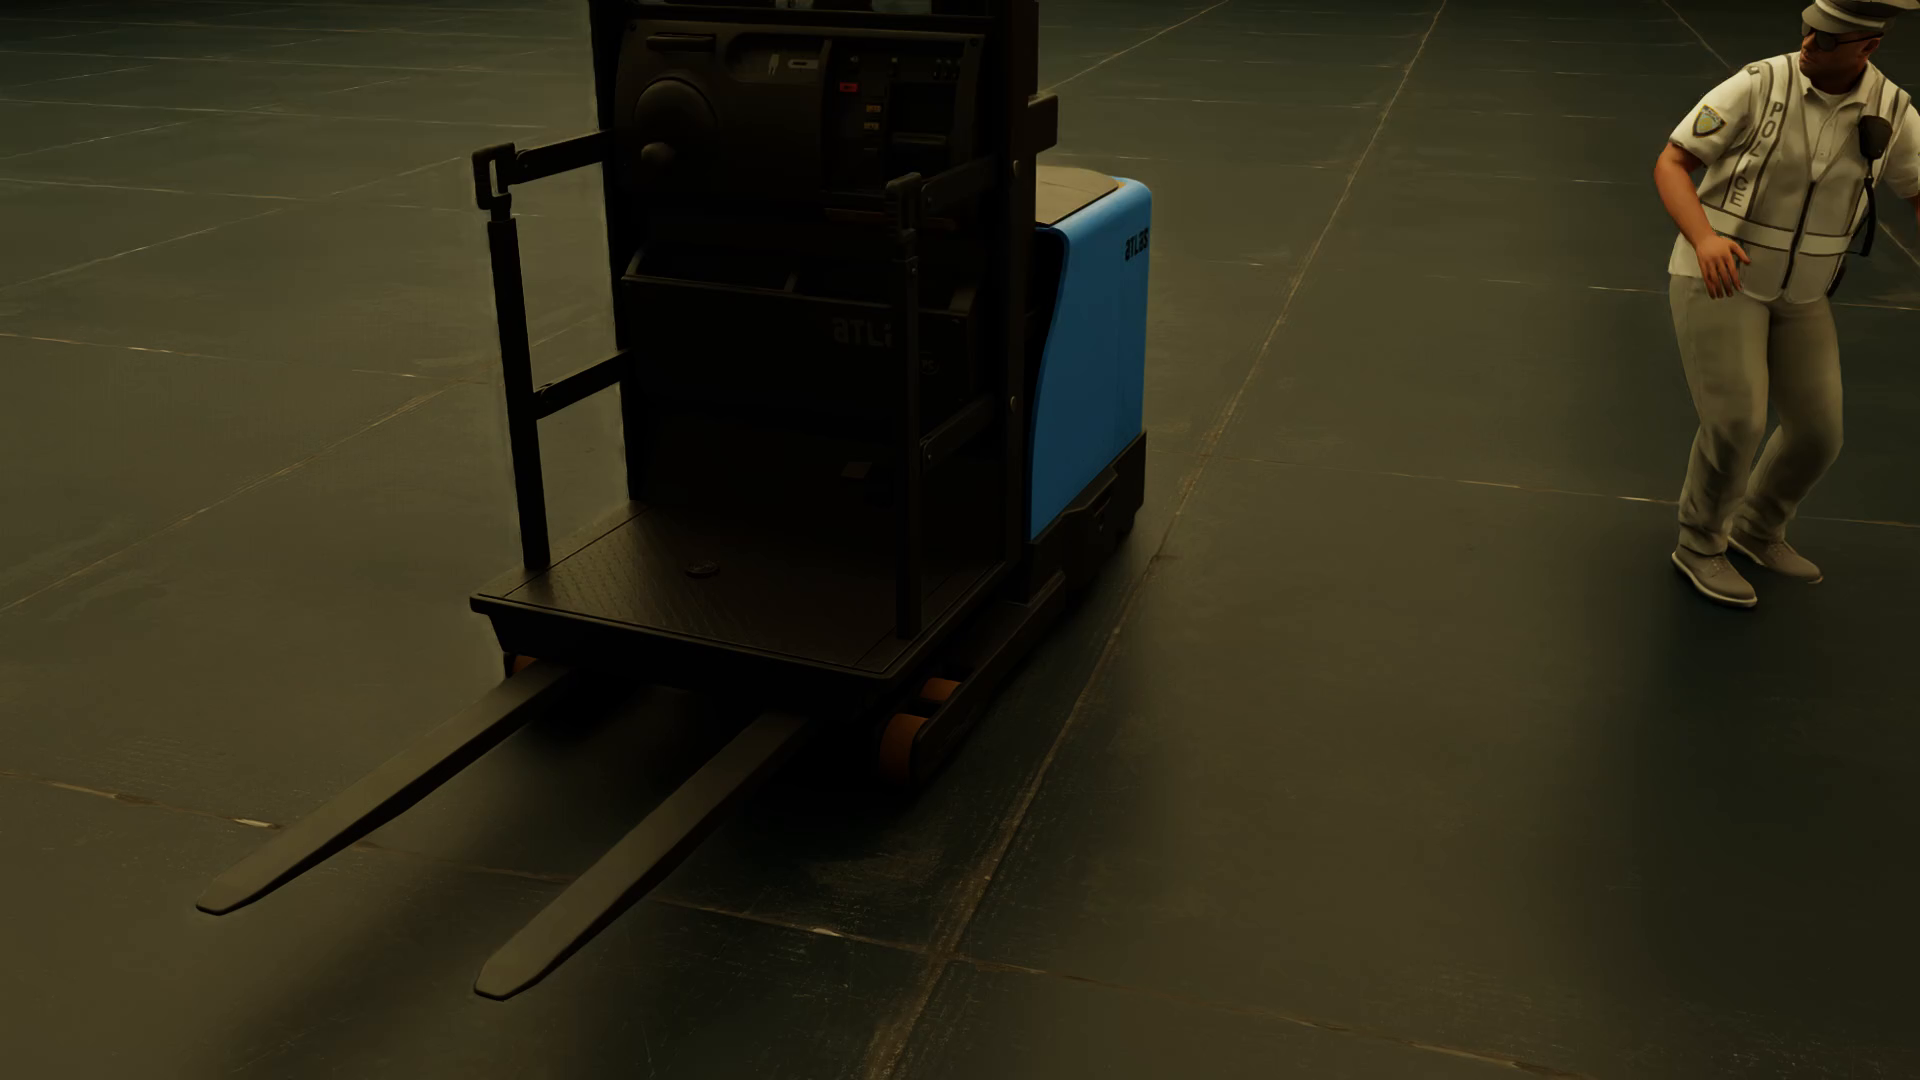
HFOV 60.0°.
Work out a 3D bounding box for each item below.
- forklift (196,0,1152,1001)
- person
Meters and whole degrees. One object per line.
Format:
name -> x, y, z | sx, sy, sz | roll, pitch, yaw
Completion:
forklift -> -0.465, -0.979, 3.652 | 1.130, 2.935, 3.031 | 9, 24, 21
person -> 2.285, -0.662, 4.548 | 0.775, 1.717, 0.633 | -1, 22, -2
